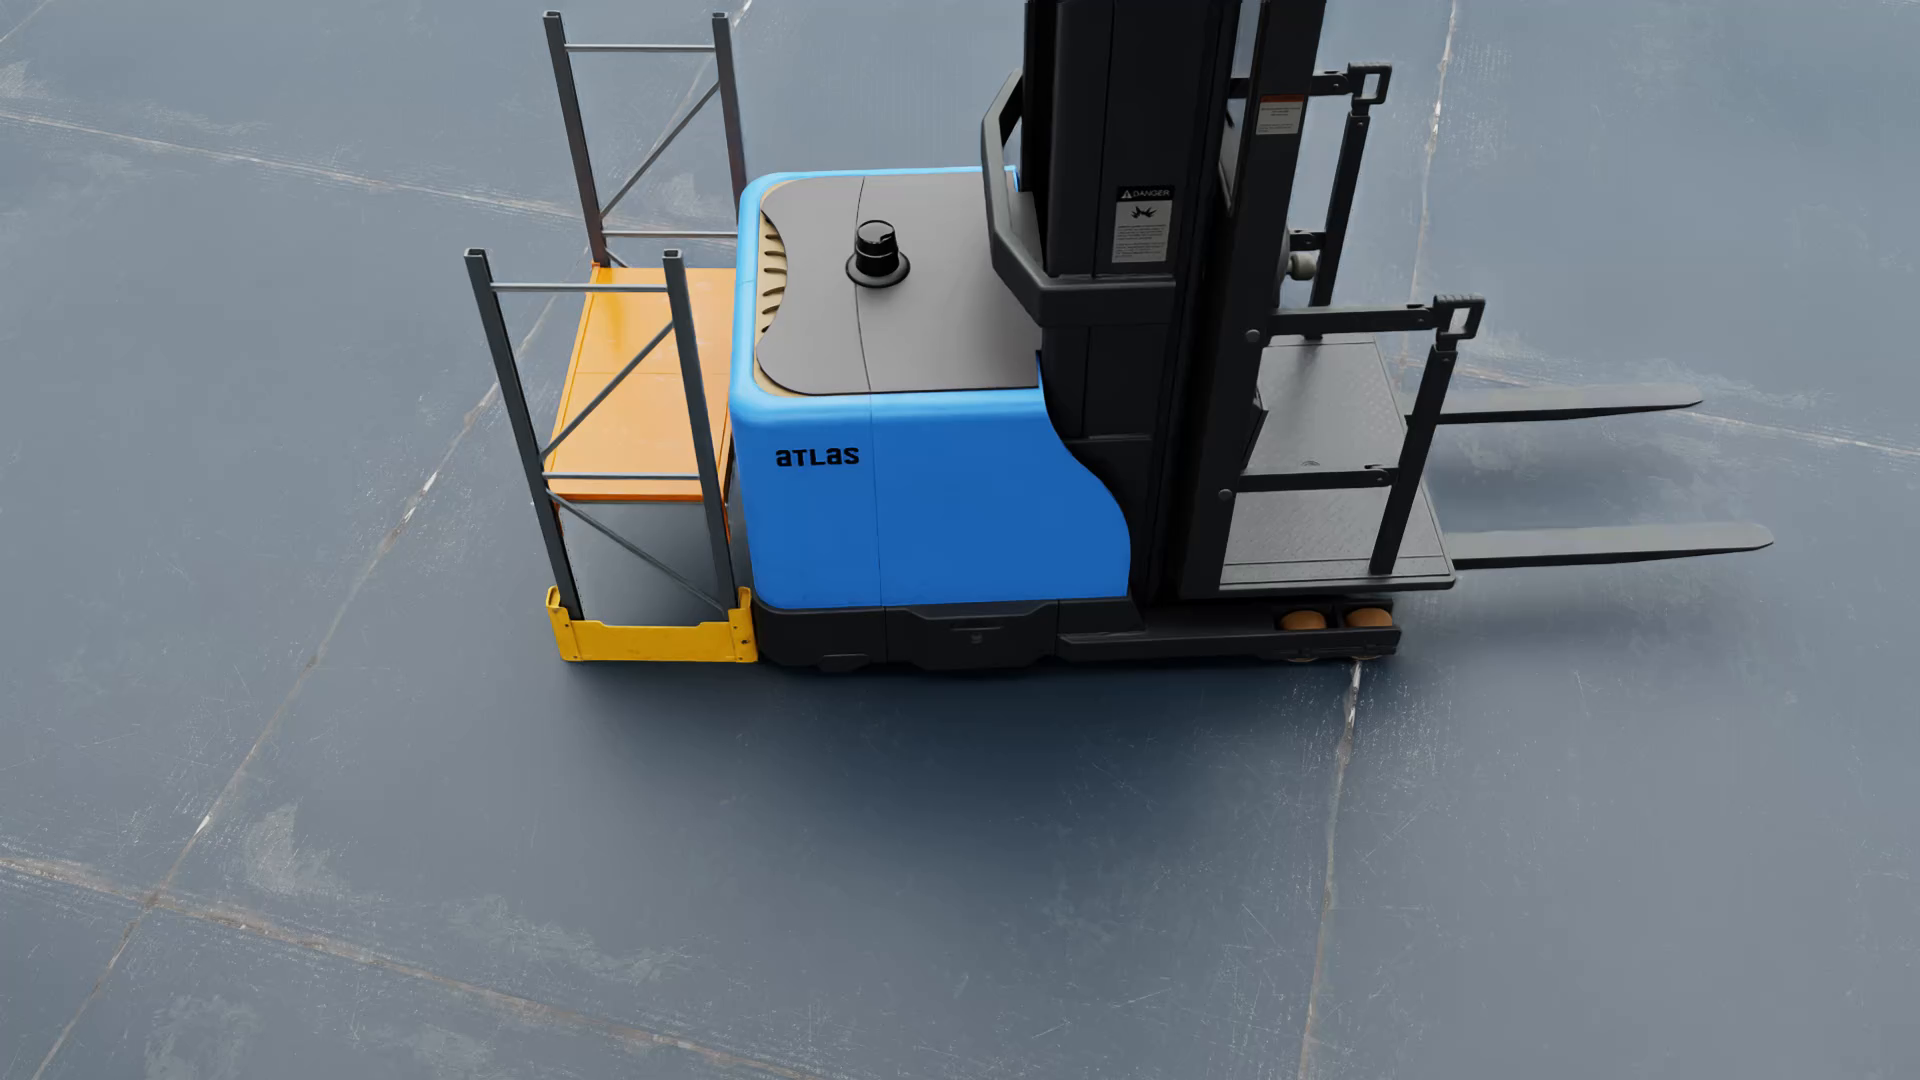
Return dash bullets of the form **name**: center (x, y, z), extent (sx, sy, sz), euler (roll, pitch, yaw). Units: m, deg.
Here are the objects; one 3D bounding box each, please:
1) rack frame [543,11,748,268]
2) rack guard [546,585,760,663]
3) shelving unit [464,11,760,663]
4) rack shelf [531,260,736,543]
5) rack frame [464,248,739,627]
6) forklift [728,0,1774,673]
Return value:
- **rack frame**: center (-0.879, -0.928, 5.068), extent (0.500, 1.500, 0.032), euler (1, 49, 0)
- **rack guard**: center (-0.892, 0.247, 4.865), extent (0.587, 0.250, 0.087), euler (1, 49, 0)
- **shelving unit**: center (-0.886, -0.540, 4.726), extent (0.587, 1.500, 1.083), euler (1, 49, 0)
- **rack shelf**: center (-0.886, -0.428, 4.867), extent (0.538, 0.185, 1.000), euler (1, 49, 0)
- **rack frame**: center (-0.892, -0.166, 4.396), extent (0.500, 1.500, 0.032), euler (1, 49, 0)
- **forklift**: center (0.896, -1.005, 4.182), extent (3.031, 2.935, 1.130), euler (-2, 49, -2)
